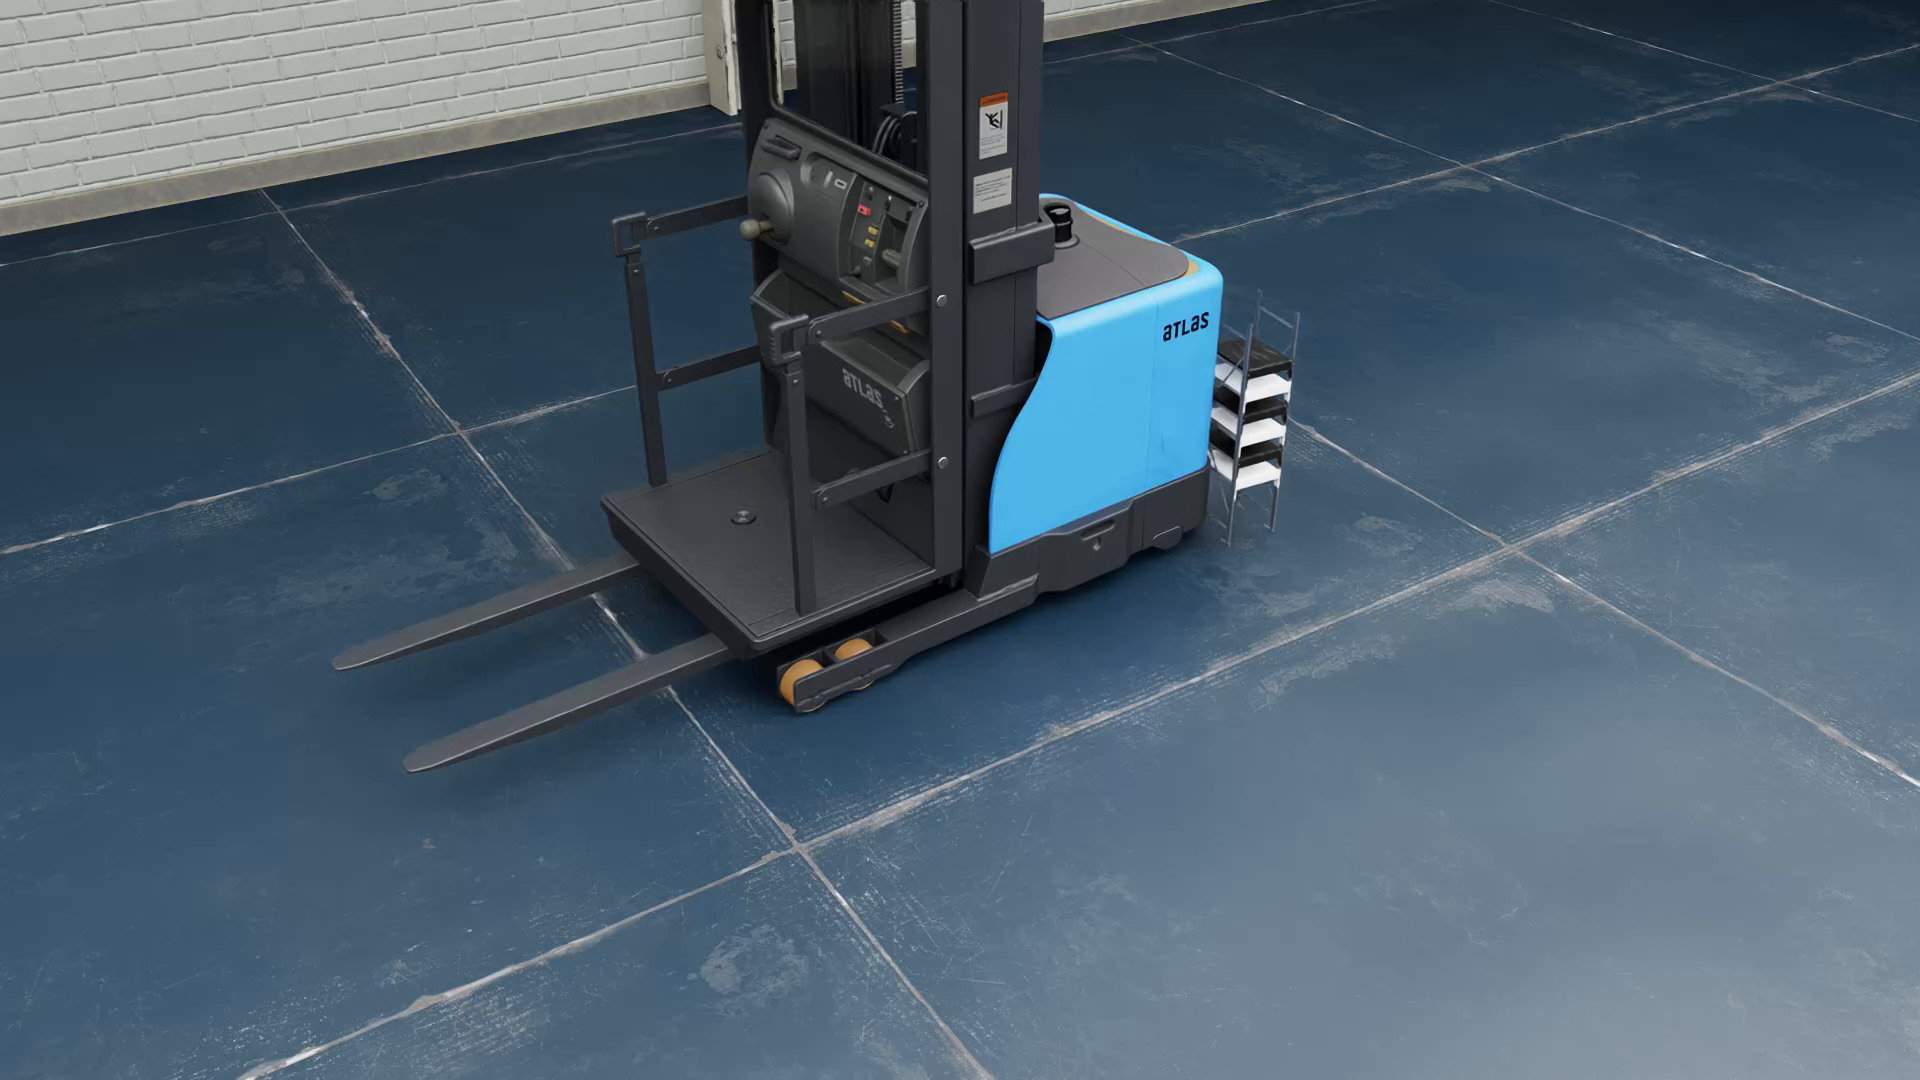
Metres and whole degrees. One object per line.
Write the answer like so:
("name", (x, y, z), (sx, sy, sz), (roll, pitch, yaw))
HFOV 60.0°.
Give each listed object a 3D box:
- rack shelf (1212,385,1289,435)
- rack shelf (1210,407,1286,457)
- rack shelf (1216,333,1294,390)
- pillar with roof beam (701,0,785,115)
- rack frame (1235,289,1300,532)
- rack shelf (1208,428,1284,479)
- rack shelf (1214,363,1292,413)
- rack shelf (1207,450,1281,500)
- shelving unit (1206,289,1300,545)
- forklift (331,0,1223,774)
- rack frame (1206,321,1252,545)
("rack shelf", (1.041, -0.491, 6.078), (0.200, 0.077, 0.258), (-16, 35, -23))
("rack shelf", (1.041, -0.415, 6.126), (0.200, 0.077, 0.258), (-16, 35, -23))
("rack shelf", (1.041, -0.643, 5.982), (0.200, 0.077, 0.258), (-16, 35, -23))
("pillar with roof beam", (0.963, -4.681, 5.236), (0.400, 9.000, 9.100), (-19, 37, -27))
("rack frame", (1.131, -0.468, 6.148), (0.006, 0.900, 0.240), (-16, 35, -23))
("rack shelf", (1.041, -0.339, 6.174), (0.200, 0.077, 0.258), (-16, 35, -23))
("rack shelf", (1.041, -0.567, 6.030), (0.200, 0.077, 0.258), (-16, 35, -23))
("rack shelf", (1.041, -0.263, 6.222), (0.200, 0.077, 0.258), (-16, 35, -23))
("shelving unit", (1.041, -0.443, 6.108), (0.210, 0.900, 0.258), (-16, 35, -23))
("forklift", (-0.563, -1.006, 5.097), (3.031, 2.935, 1.130), (-21, 38, -30))
("rack frame", (0.951, -0.418, 6.068), (0.006, 0.900, 0.240), (-16, 35, -23))
